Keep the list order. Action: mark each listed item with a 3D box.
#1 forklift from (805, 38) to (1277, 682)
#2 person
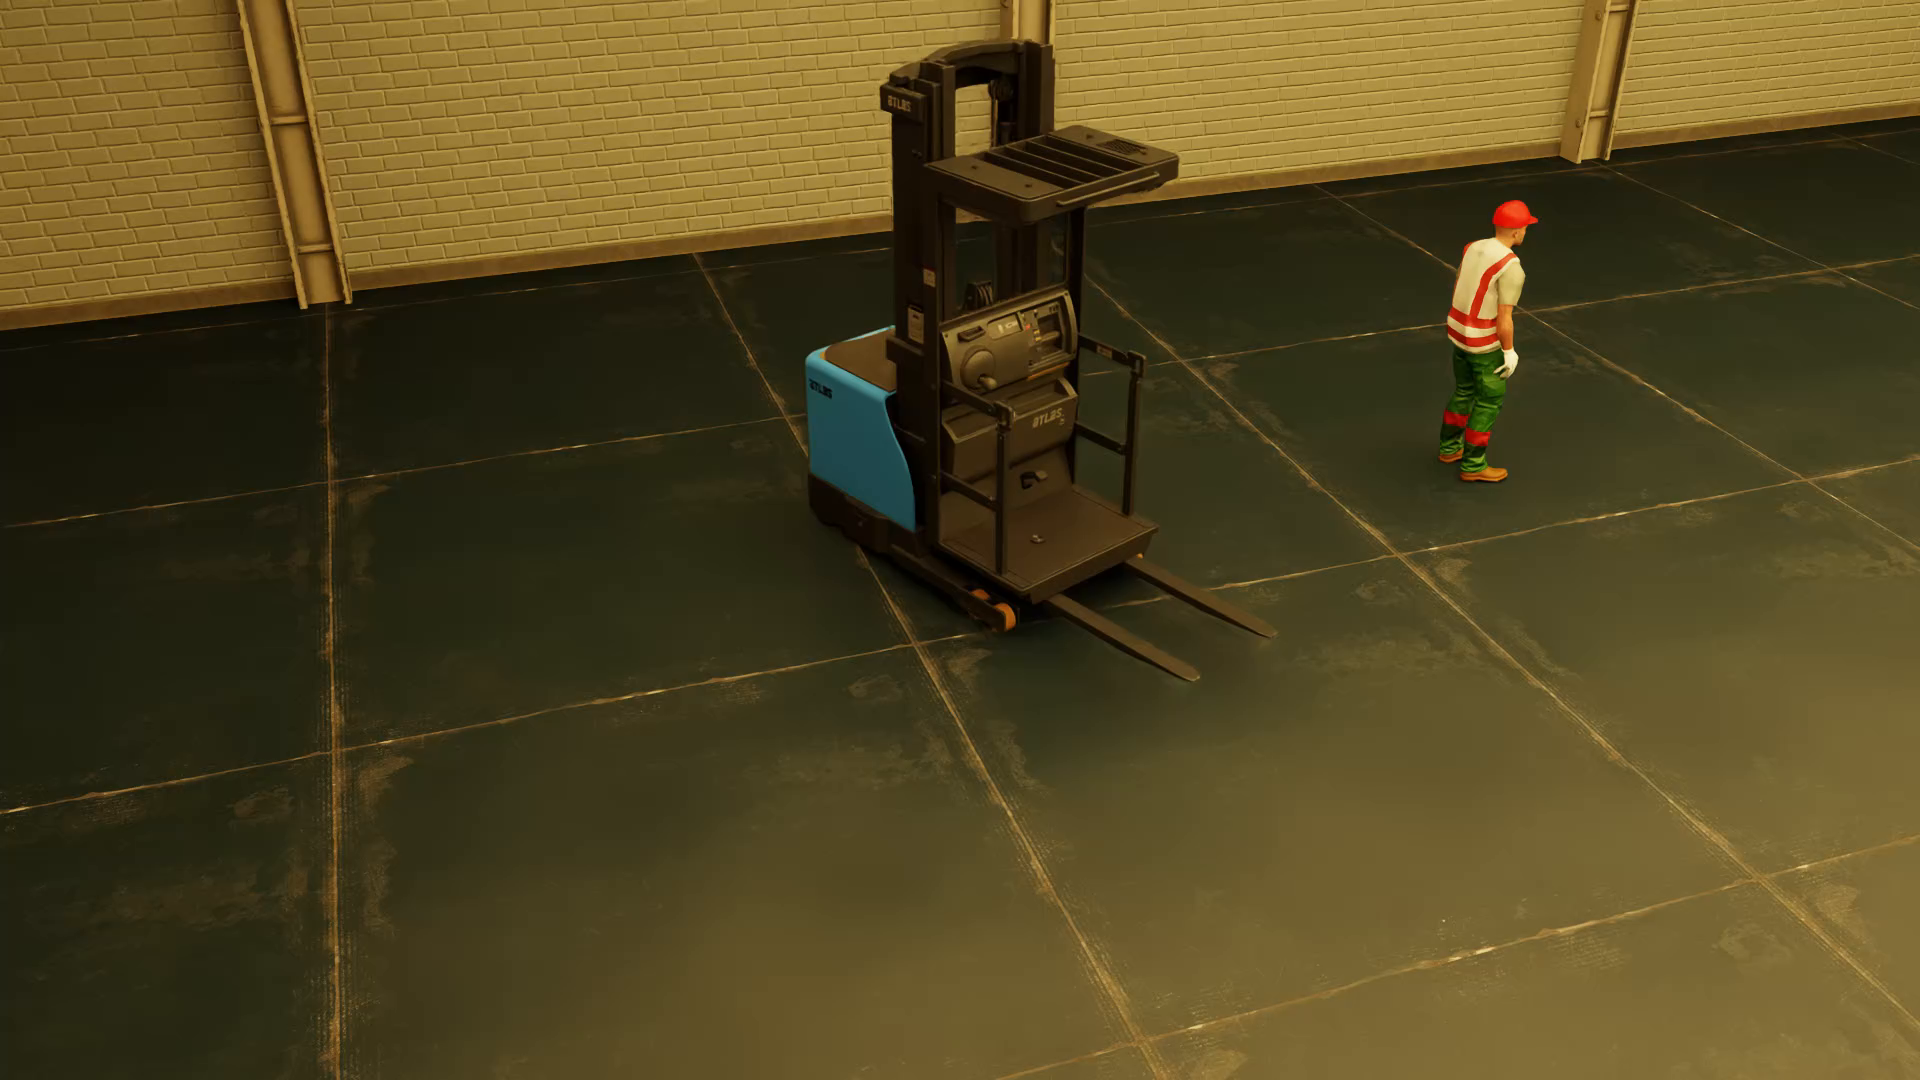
[{"bbox_3d":[0.417,-1.044,8.902,1.130,2.935,3.031,-24,37,-35],"label":"forklift"},{"bbox_3d":[3.291,-1.250,10.420,0.453,1.777,0.607,-8,31,-14],"label":"person"}]
